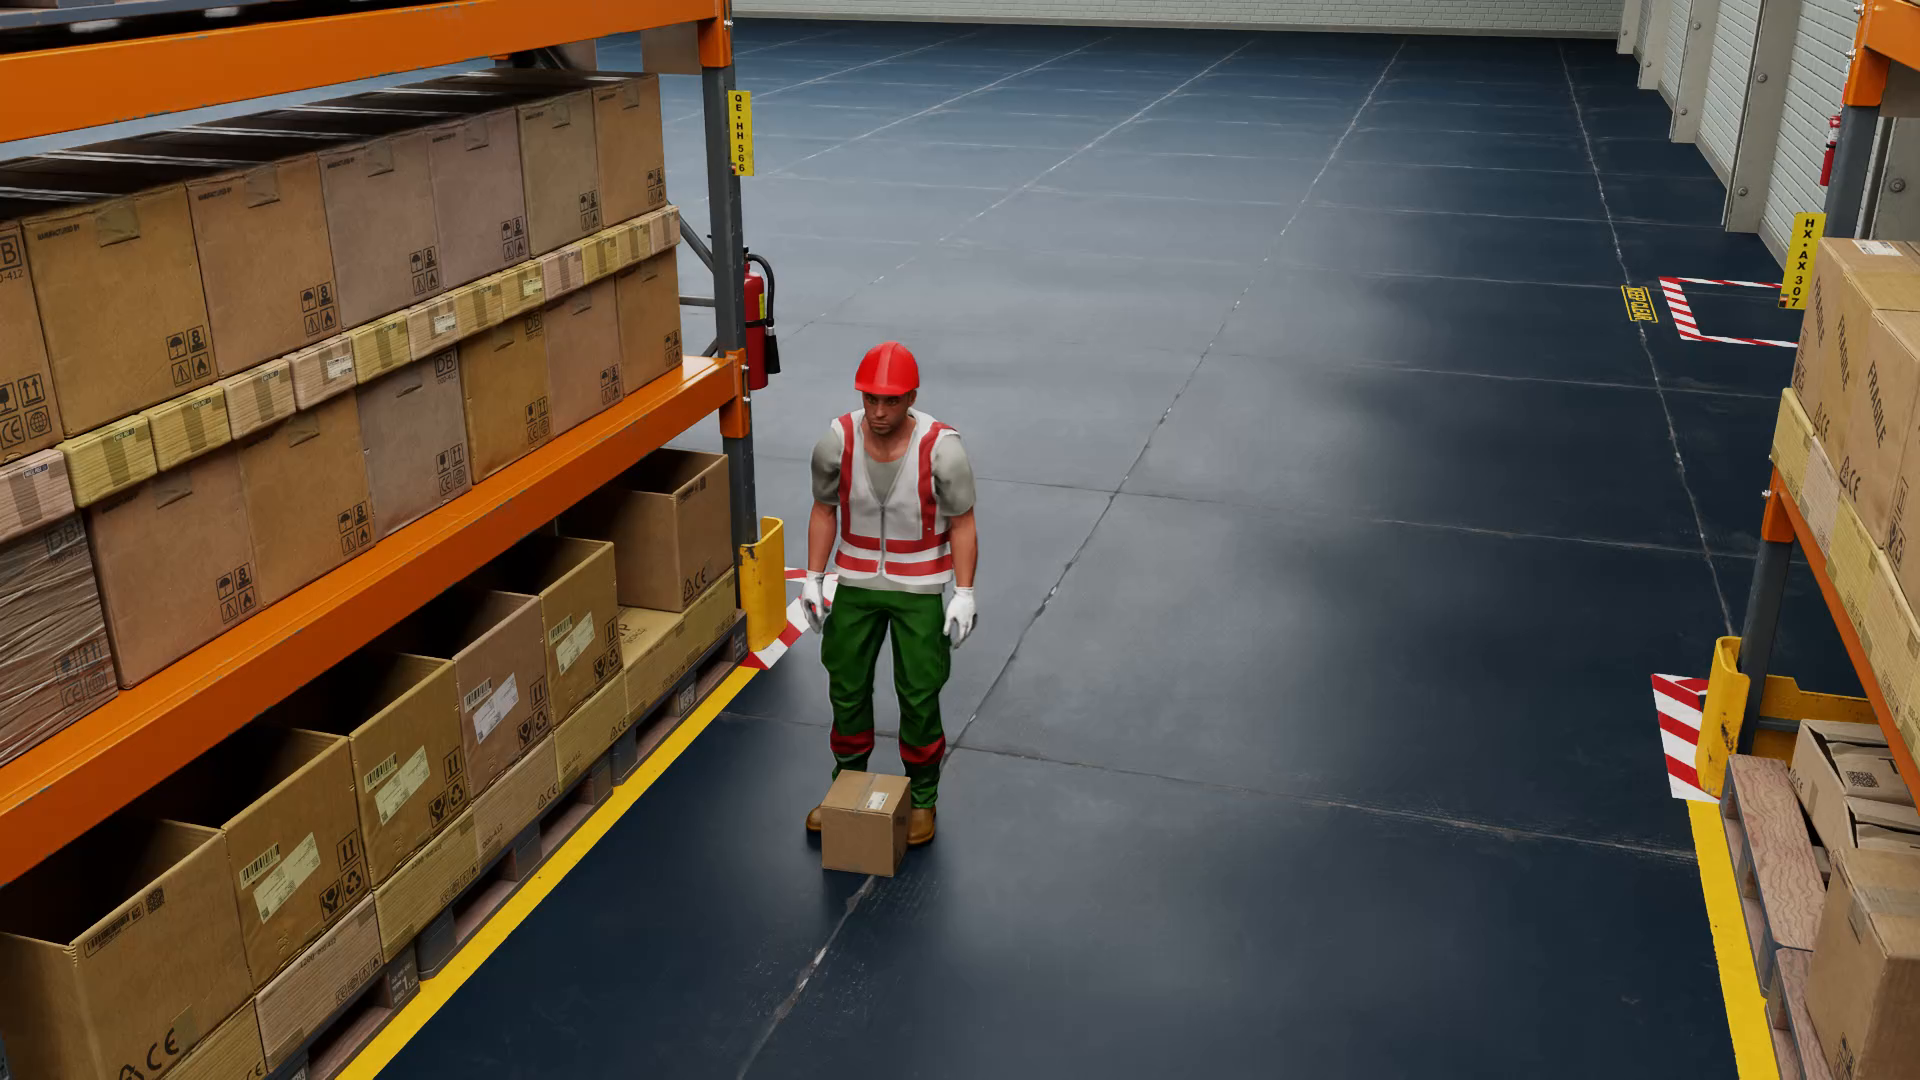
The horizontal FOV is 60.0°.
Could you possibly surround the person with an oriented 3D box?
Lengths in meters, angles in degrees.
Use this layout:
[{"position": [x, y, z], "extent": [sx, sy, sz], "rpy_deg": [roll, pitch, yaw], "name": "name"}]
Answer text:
[{"position": [-0.241, 0.182, 5.612], "extent": [0.616, 1.778, 0.453], "rpy_deg": [5, 22, 12], "name": "person"}]
